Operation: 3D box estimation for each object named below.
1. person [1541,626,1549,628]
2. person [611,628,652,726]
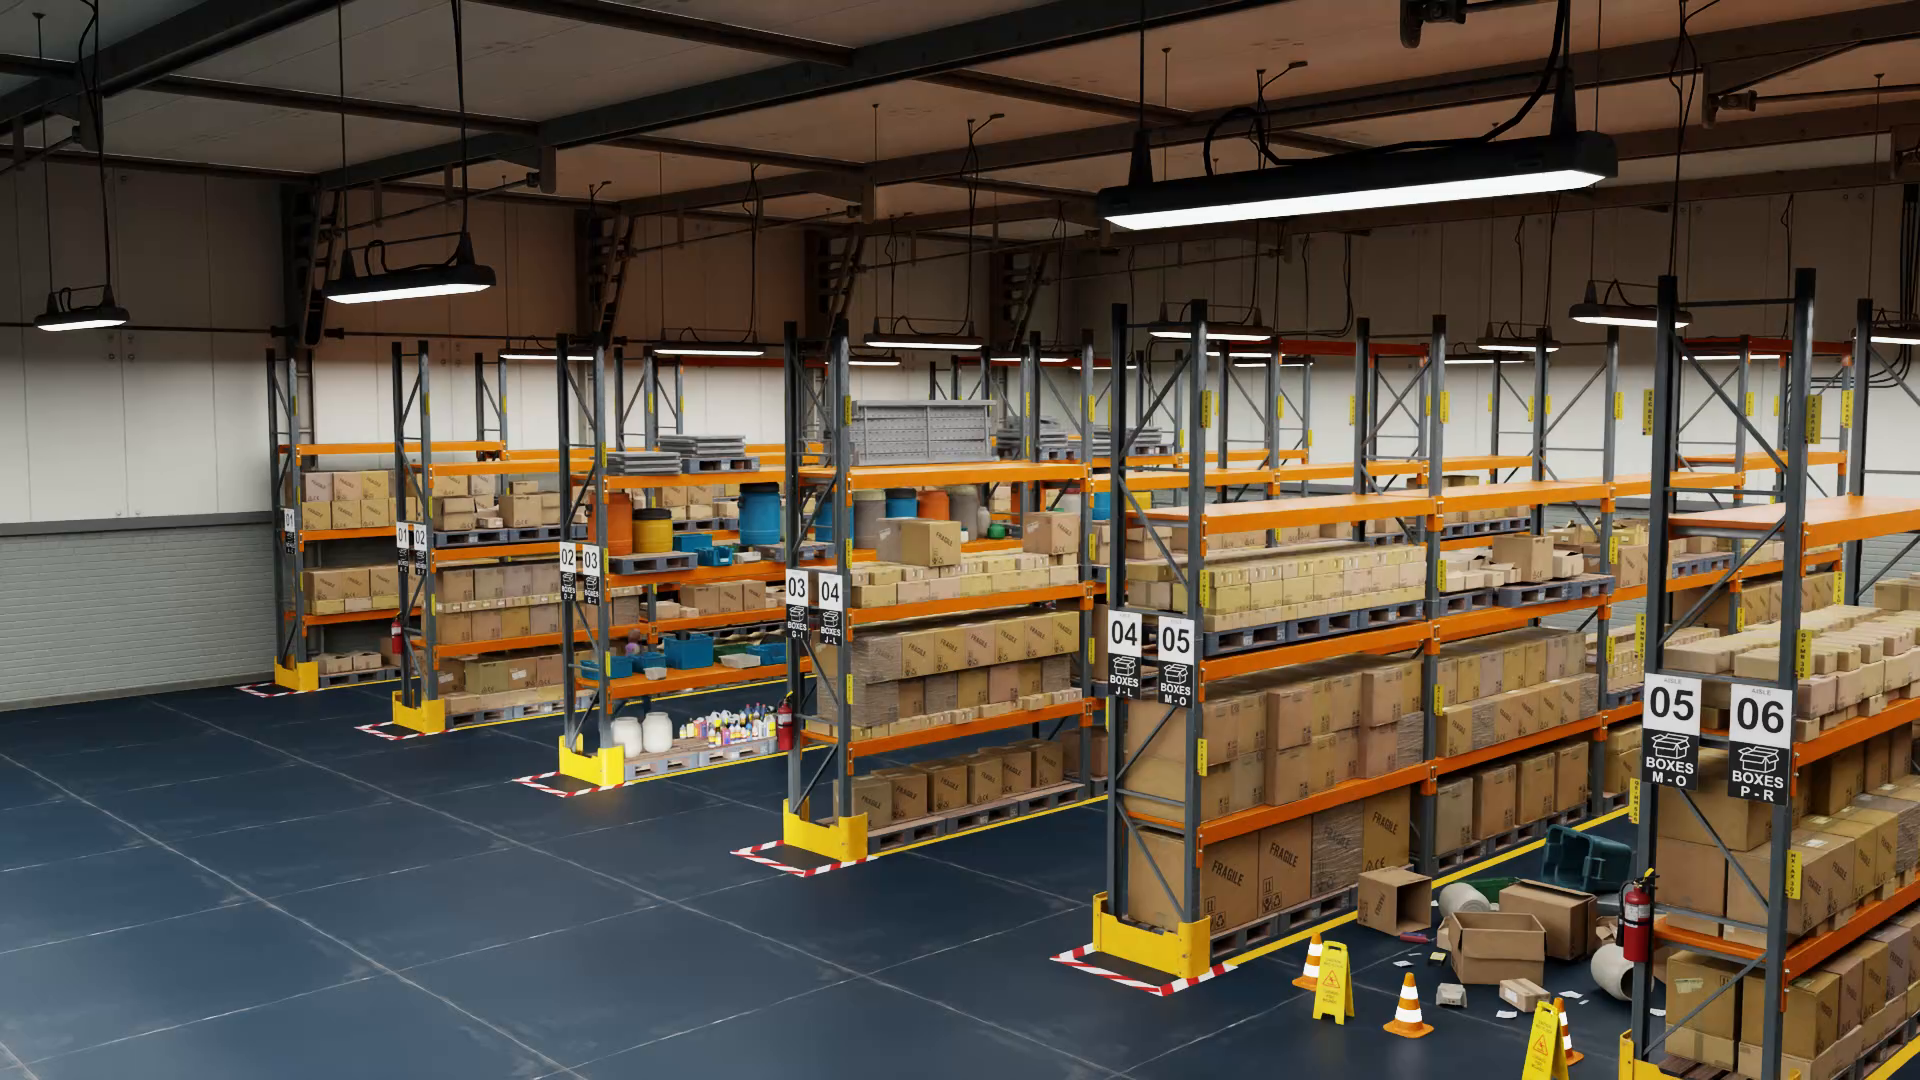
[{"bbox_3d":[9.026,2.135,25.326,0.708,1.683,0.707,-3,6,-33],"label":"person"},{"bbox_3d":[-5.071,2.140,25.822,0.934,1.548,0.401,-4,7,-42],"label":"person"}]
